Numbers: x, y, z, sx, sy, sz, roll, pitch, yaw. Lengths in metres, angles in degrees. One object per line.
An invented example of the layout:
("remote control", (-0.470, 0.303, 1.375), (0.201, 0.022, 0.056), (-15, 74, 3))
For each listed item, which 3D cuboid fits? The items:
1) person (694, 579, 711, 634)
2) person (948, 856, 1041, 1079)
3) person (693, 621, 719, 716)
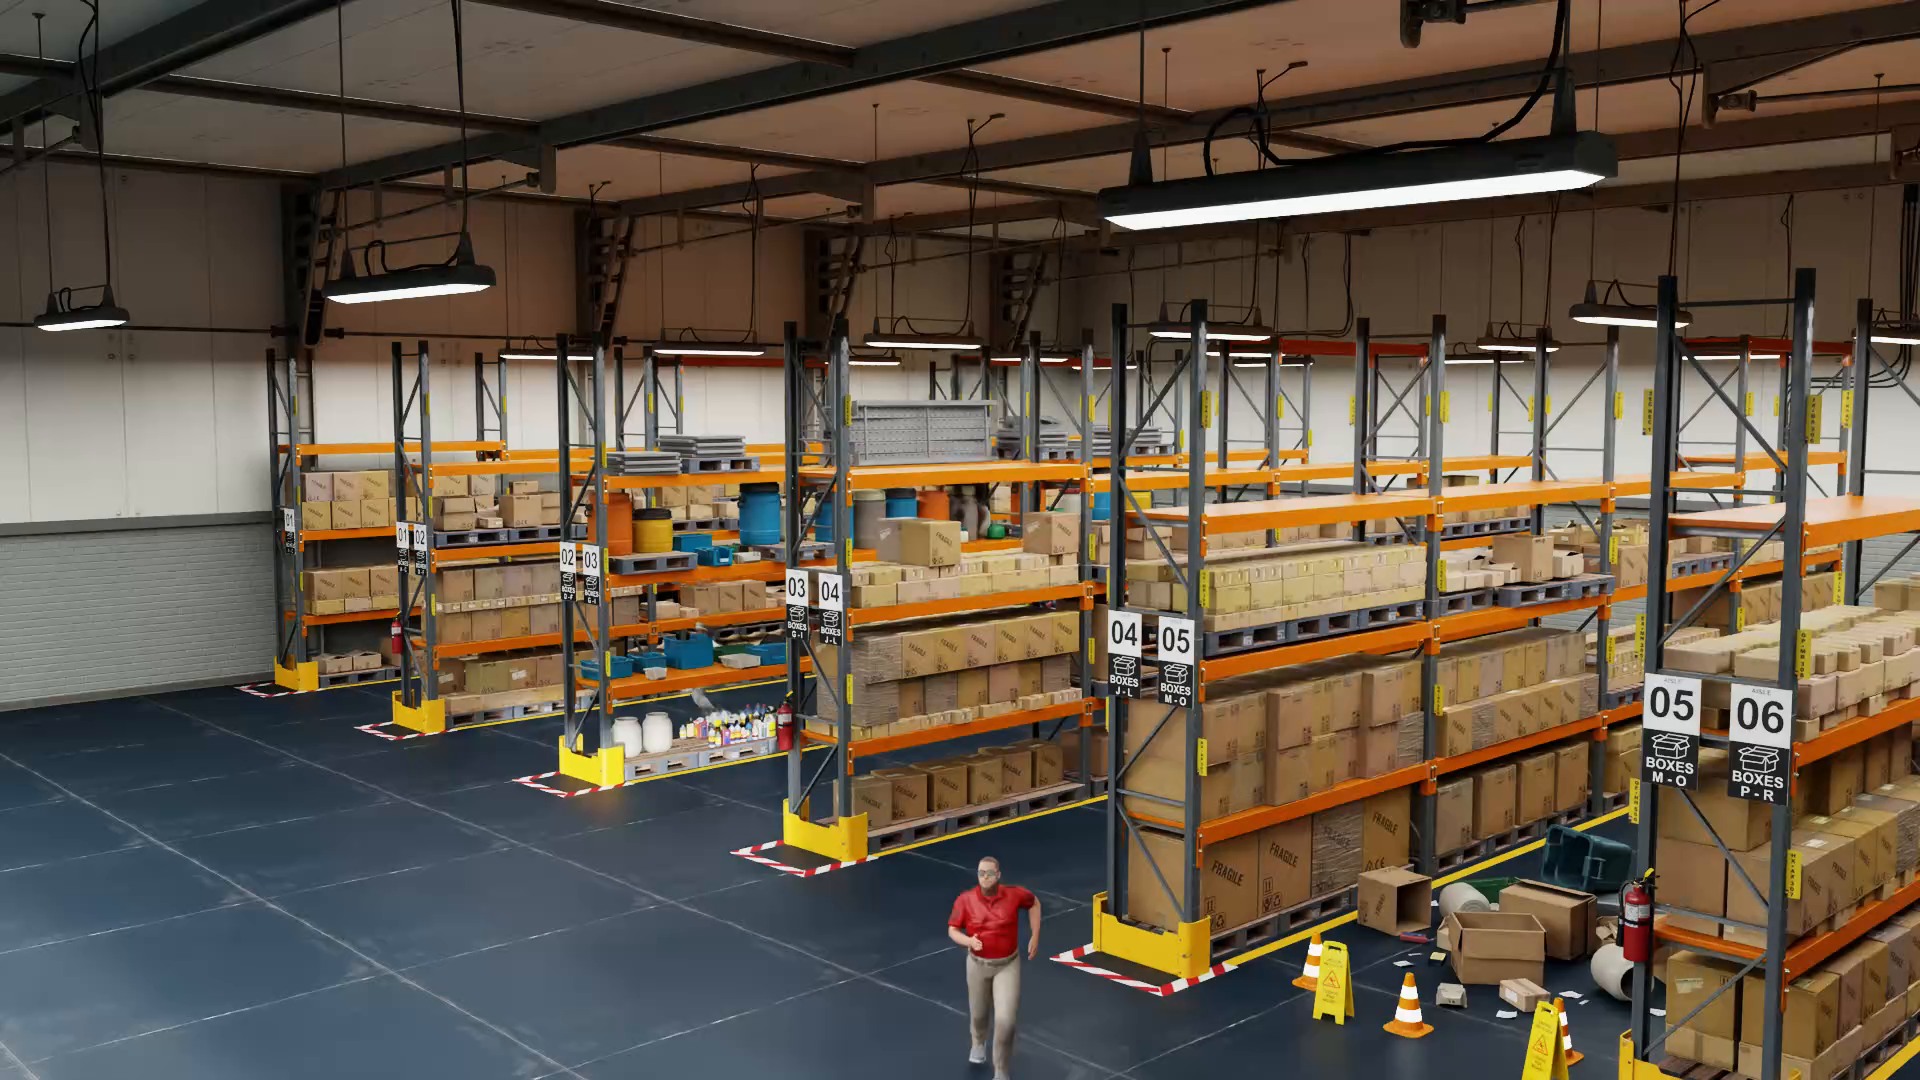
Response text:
("person", (-4.893, 1.578, 31.646), (0.777, 1.784, 0.638), (-5, 7, -42))
("person", (0.256, 3.191, 12.491), (0.675, 1.680, 0.910), (1, 5, 6))
("person", (-4.042, 2.089, 25.900), (0.576, 1.662, 0.580), (4, 7, 42))
